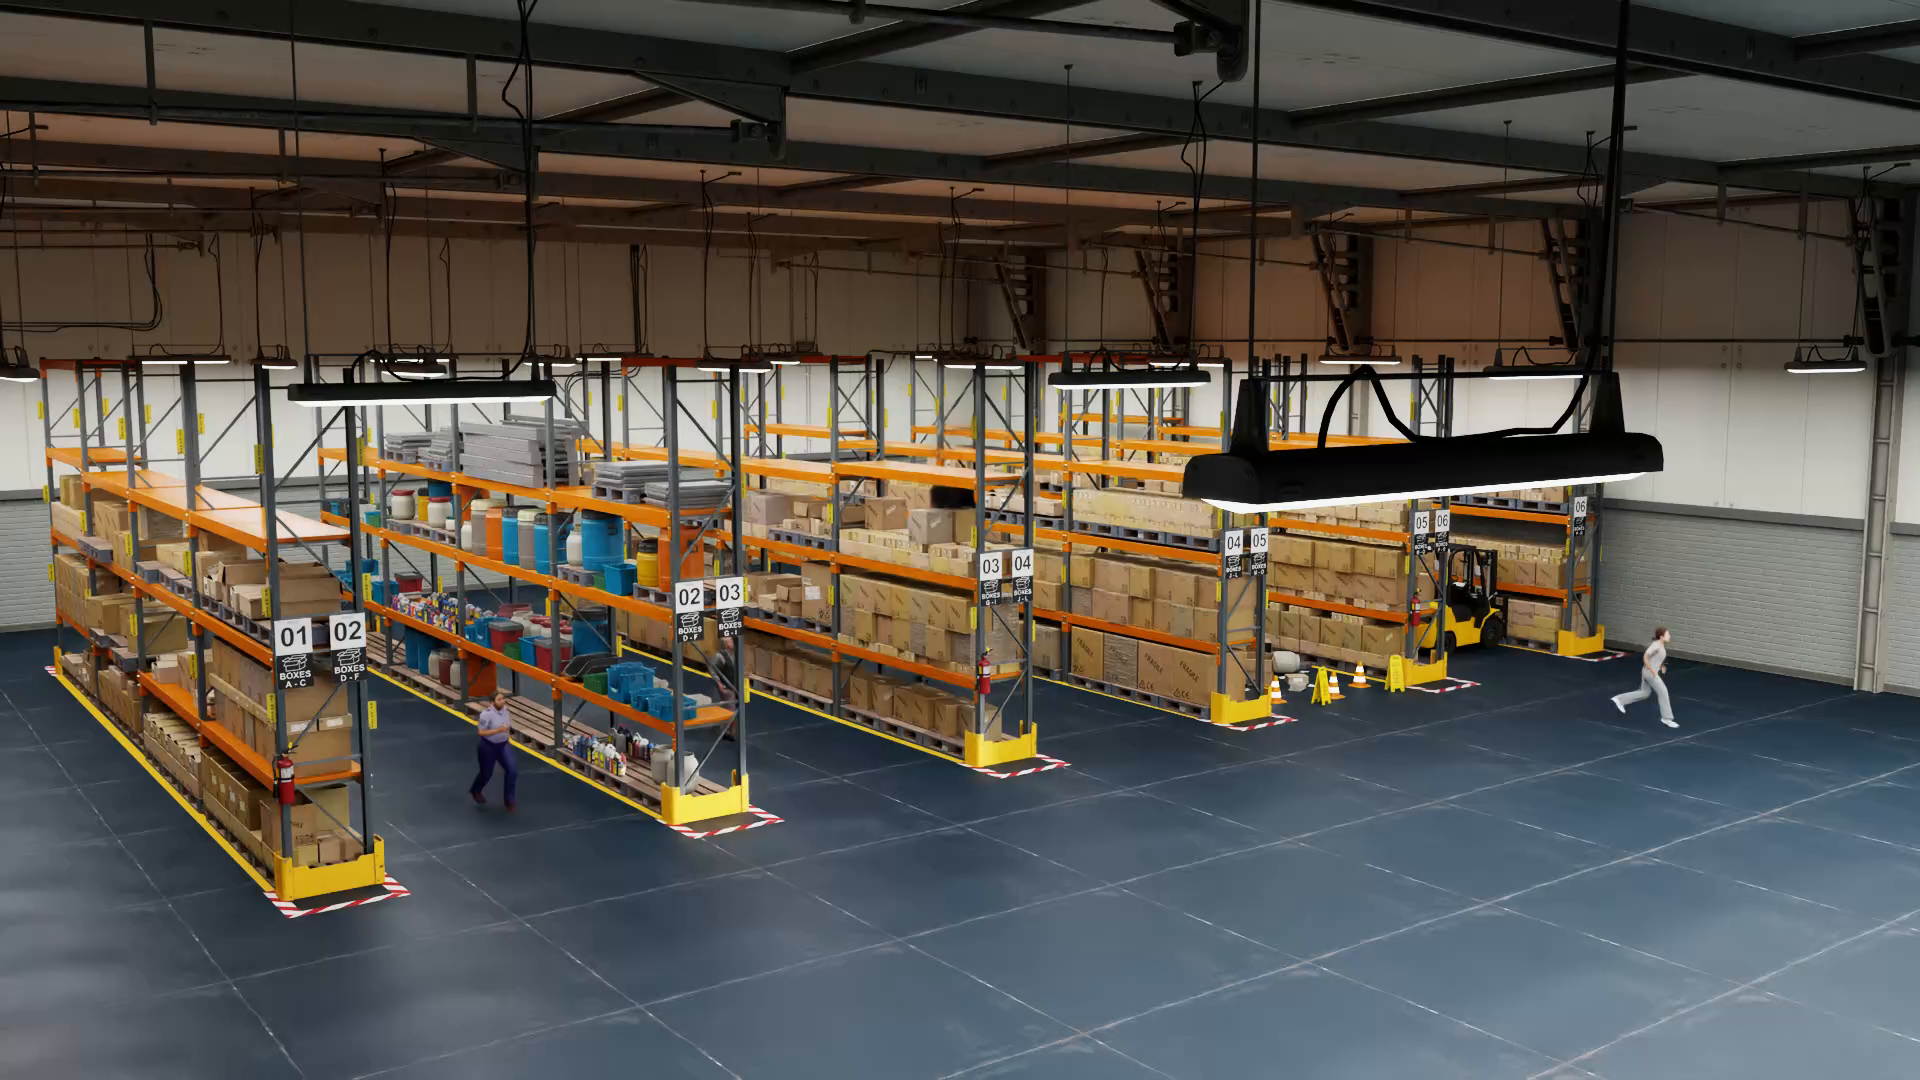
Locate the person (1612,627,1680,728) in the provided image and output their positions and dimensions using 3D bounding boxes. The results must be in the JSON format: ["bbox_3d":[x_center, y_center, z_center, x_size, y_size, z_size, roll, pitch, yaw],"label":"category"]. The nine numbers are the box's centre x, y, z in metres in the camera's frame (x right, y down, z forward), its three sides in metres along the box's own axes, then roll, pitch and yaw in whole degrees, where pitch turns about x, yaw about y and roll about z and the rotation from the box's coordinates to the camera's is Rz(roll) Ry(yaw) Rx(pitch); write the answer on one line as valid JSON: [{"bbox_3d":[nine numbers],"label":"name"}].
[{"bbox_3d":[11.338,2.242,27.423,1.058,1.660,0.565,3,8,24],"label":"person"}]

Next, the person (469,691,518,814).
[{"bbox_3d":[-6.319,2.858,22.447,0.879,1.711,0.609,5,9,37],"label":"person"}]

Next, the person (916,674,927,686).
[{"bbox_3d":[-0.520,1.958,30.205,0.744,1.509,0.524,6,9,40],"label":"person"}]

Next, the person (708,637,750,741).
[{"bbox_3d":[-3.609,2.345,26.314,0.607,1.693,0.651,6,9,42],"label":"person"}]
